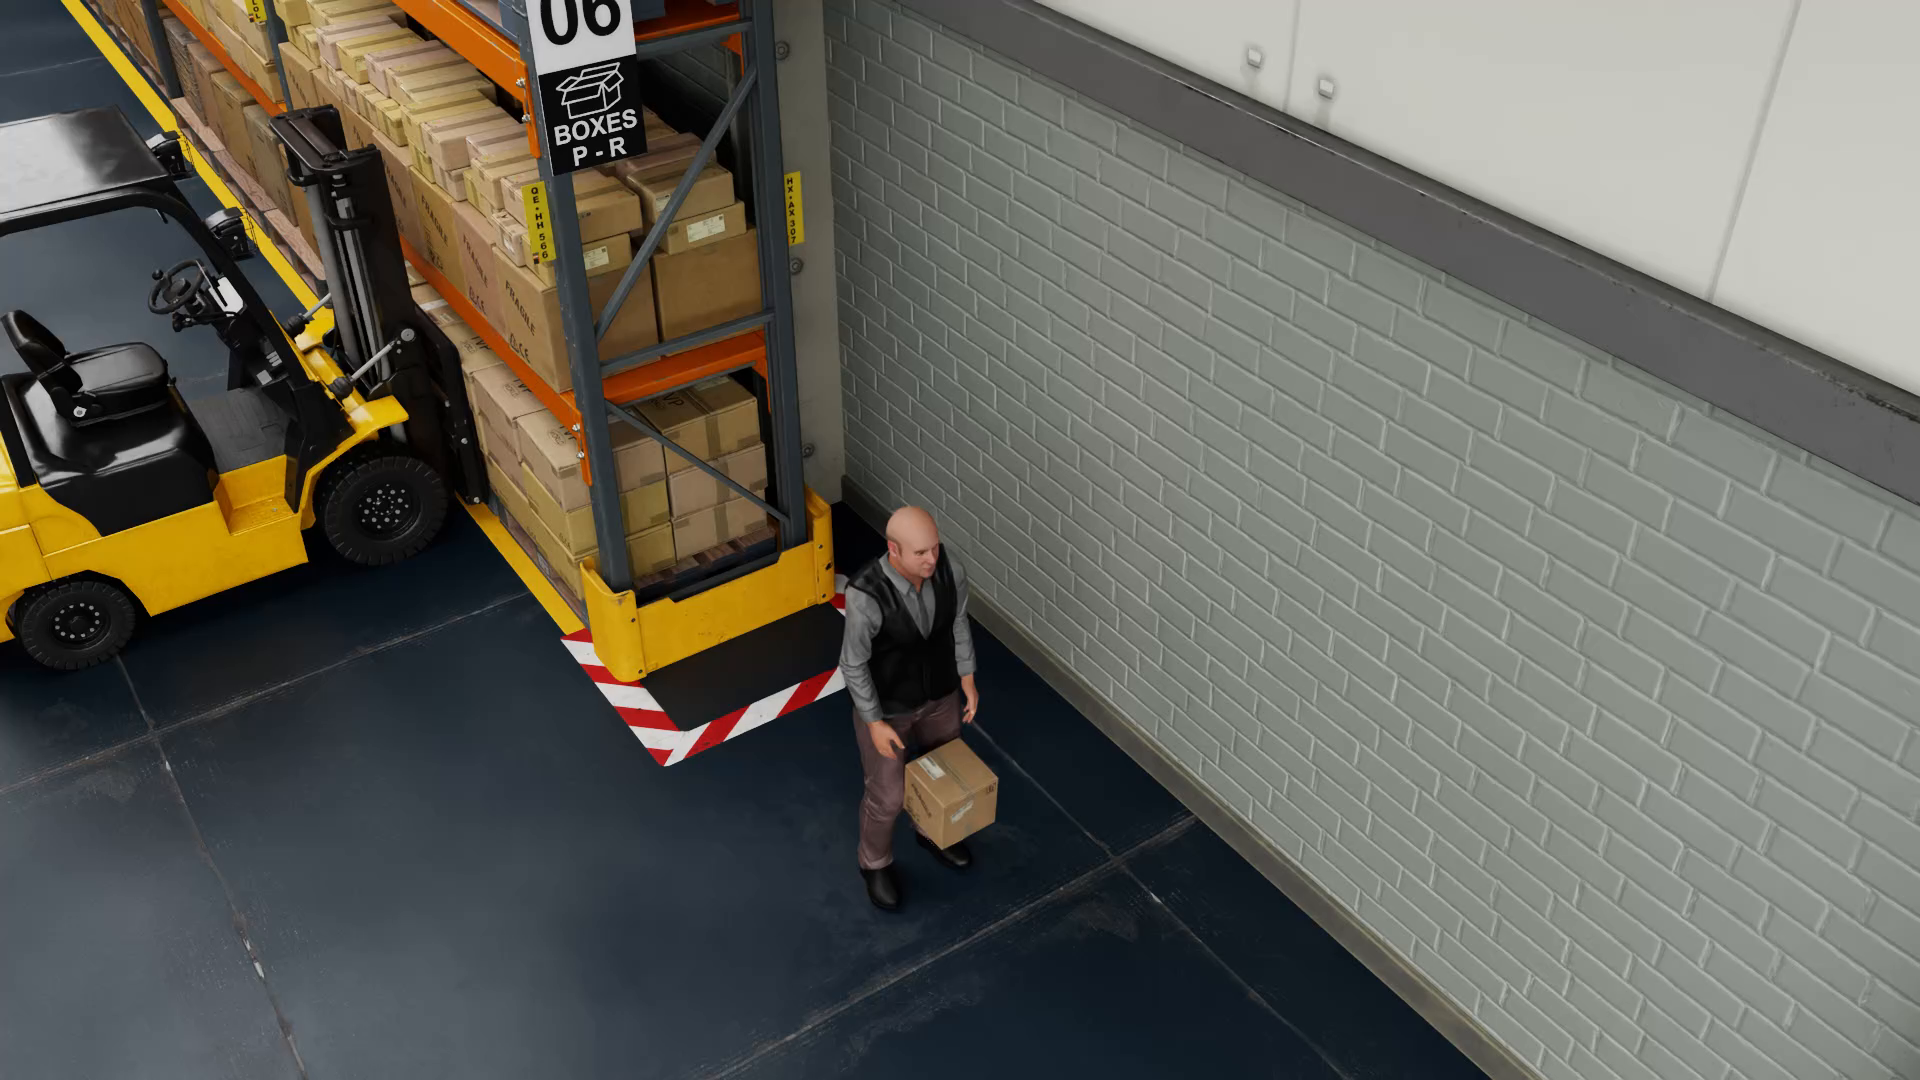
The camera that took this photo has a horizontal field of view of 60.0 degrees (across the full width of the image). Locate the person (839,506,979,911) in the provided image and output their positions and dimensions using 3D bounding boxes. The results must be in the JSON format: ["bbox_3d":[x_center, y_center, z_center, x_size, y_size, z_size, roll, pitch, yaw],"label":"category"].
[{"bbox_3d":[-0.196,0.622,6.252,0.558,1.626,0.419,-24,42,-29],"label":"person"}]
